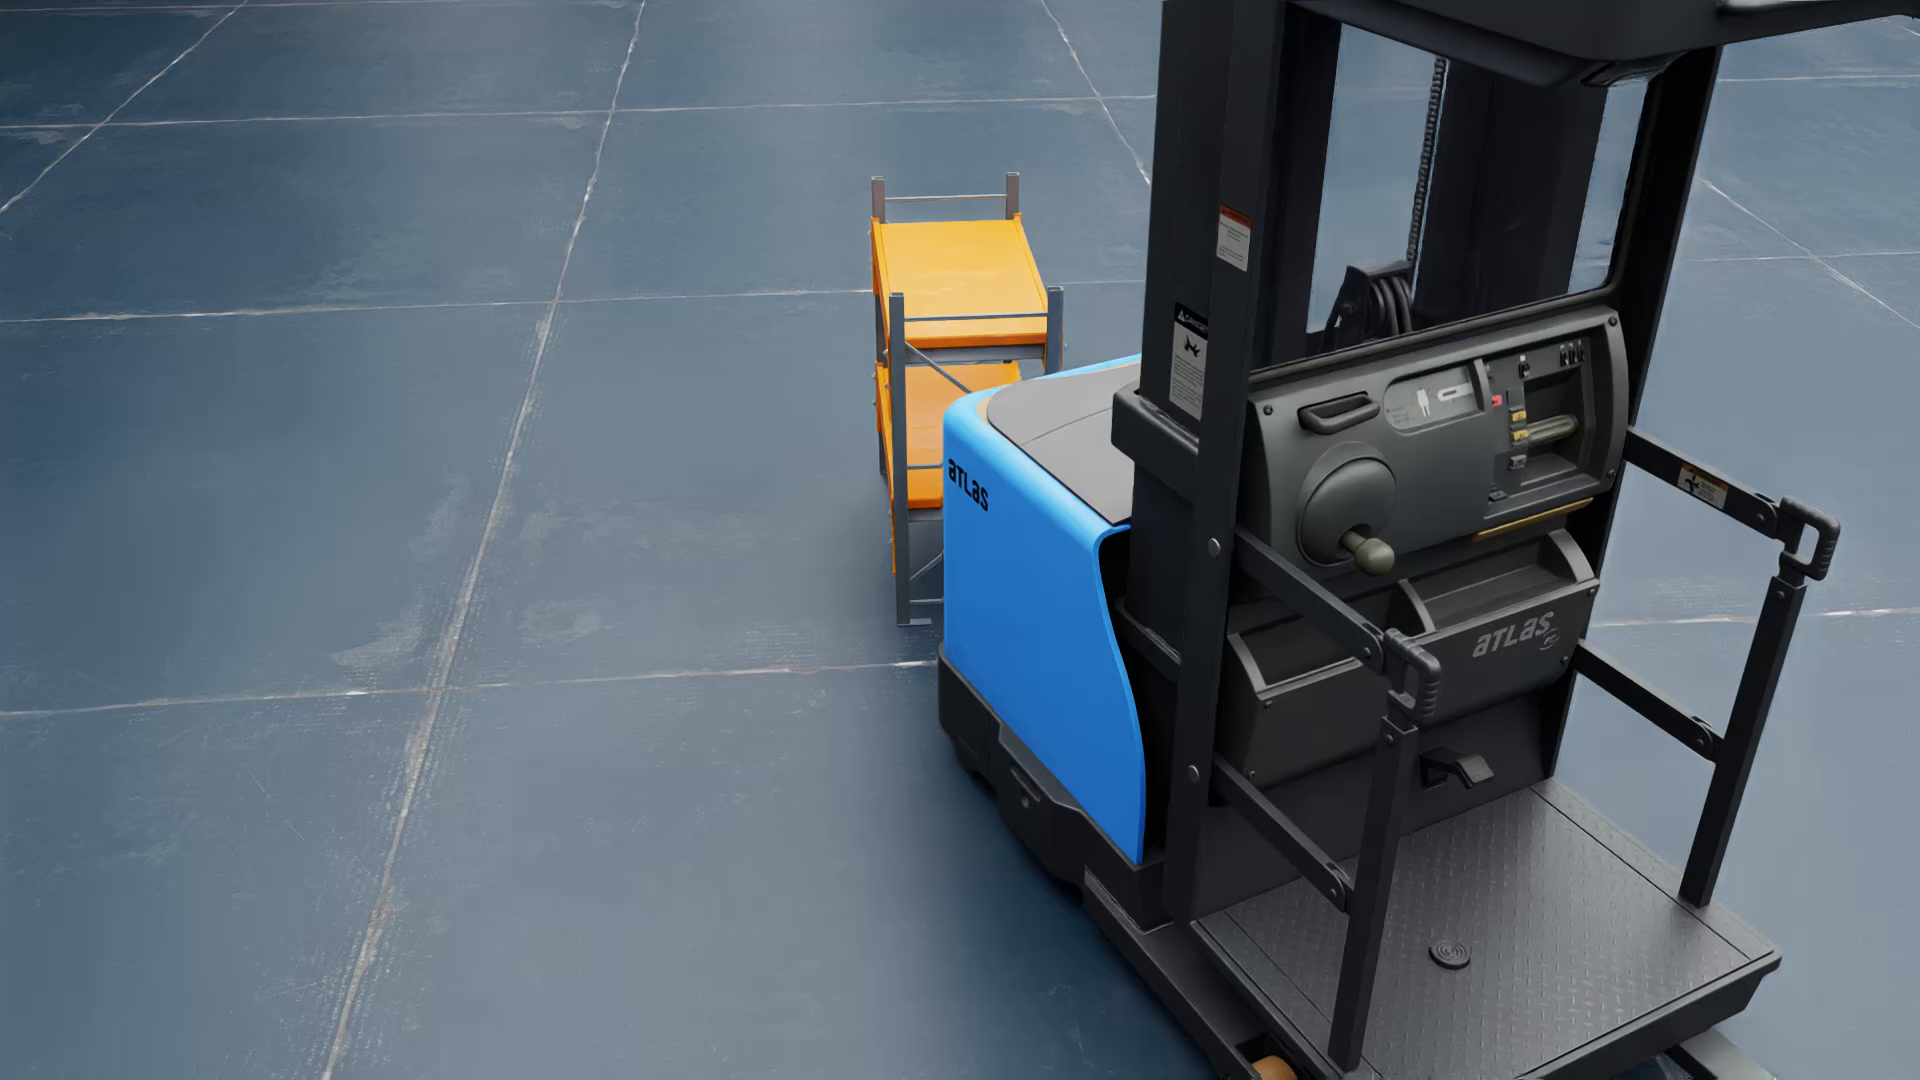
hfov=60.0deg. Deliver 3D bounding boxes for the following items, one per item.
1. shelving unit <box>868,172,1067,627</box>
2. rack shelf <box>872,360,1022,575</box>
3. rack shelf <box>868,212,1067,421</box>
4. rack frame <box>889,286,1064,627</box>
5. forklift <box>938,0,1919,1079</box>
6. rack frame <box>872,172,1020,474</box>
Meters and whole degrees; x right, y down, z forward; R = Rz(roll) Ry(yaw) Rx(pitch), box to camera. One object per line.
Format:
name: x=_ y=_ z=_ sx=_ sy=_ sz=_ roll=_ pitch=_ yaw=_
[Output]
shelving unit: x=-0.001 y=-0.486 z=5.467 sx=0.538 sy=1.125 sz=1.048 roll=-3 pitch=31 yaw=-5
rack shelf: x=-0.001 y=-0.276 z=5.593 sx=0.538 sy=0.278 sz=1.000 roll=-3 pitch=31 yaw=-5
rack shelf: x=-0.001 y=-0.738 z=5.317 sx=0.538 sy=0.278 sz=1.000 roll=-3 pitch=31 yaw=-5
rack frame: x=0.047 y=-0.227 z=5.033 sx=0.500 sy=1.125 sz=0.032 roll=-3 pitch=31 yaw=-5
forklift: x=1.074 y=-0.150 z=3.142 sx=1.130 sy=2.935 sz=3.031 roll=-15 pitch=34 yaw=-24
rack frame: x=-0.048 y=-0.746 z=5.902 sx=0.500 sy=1.125 sz=0.032 roll=-3 pitch=31 yaw=-5
